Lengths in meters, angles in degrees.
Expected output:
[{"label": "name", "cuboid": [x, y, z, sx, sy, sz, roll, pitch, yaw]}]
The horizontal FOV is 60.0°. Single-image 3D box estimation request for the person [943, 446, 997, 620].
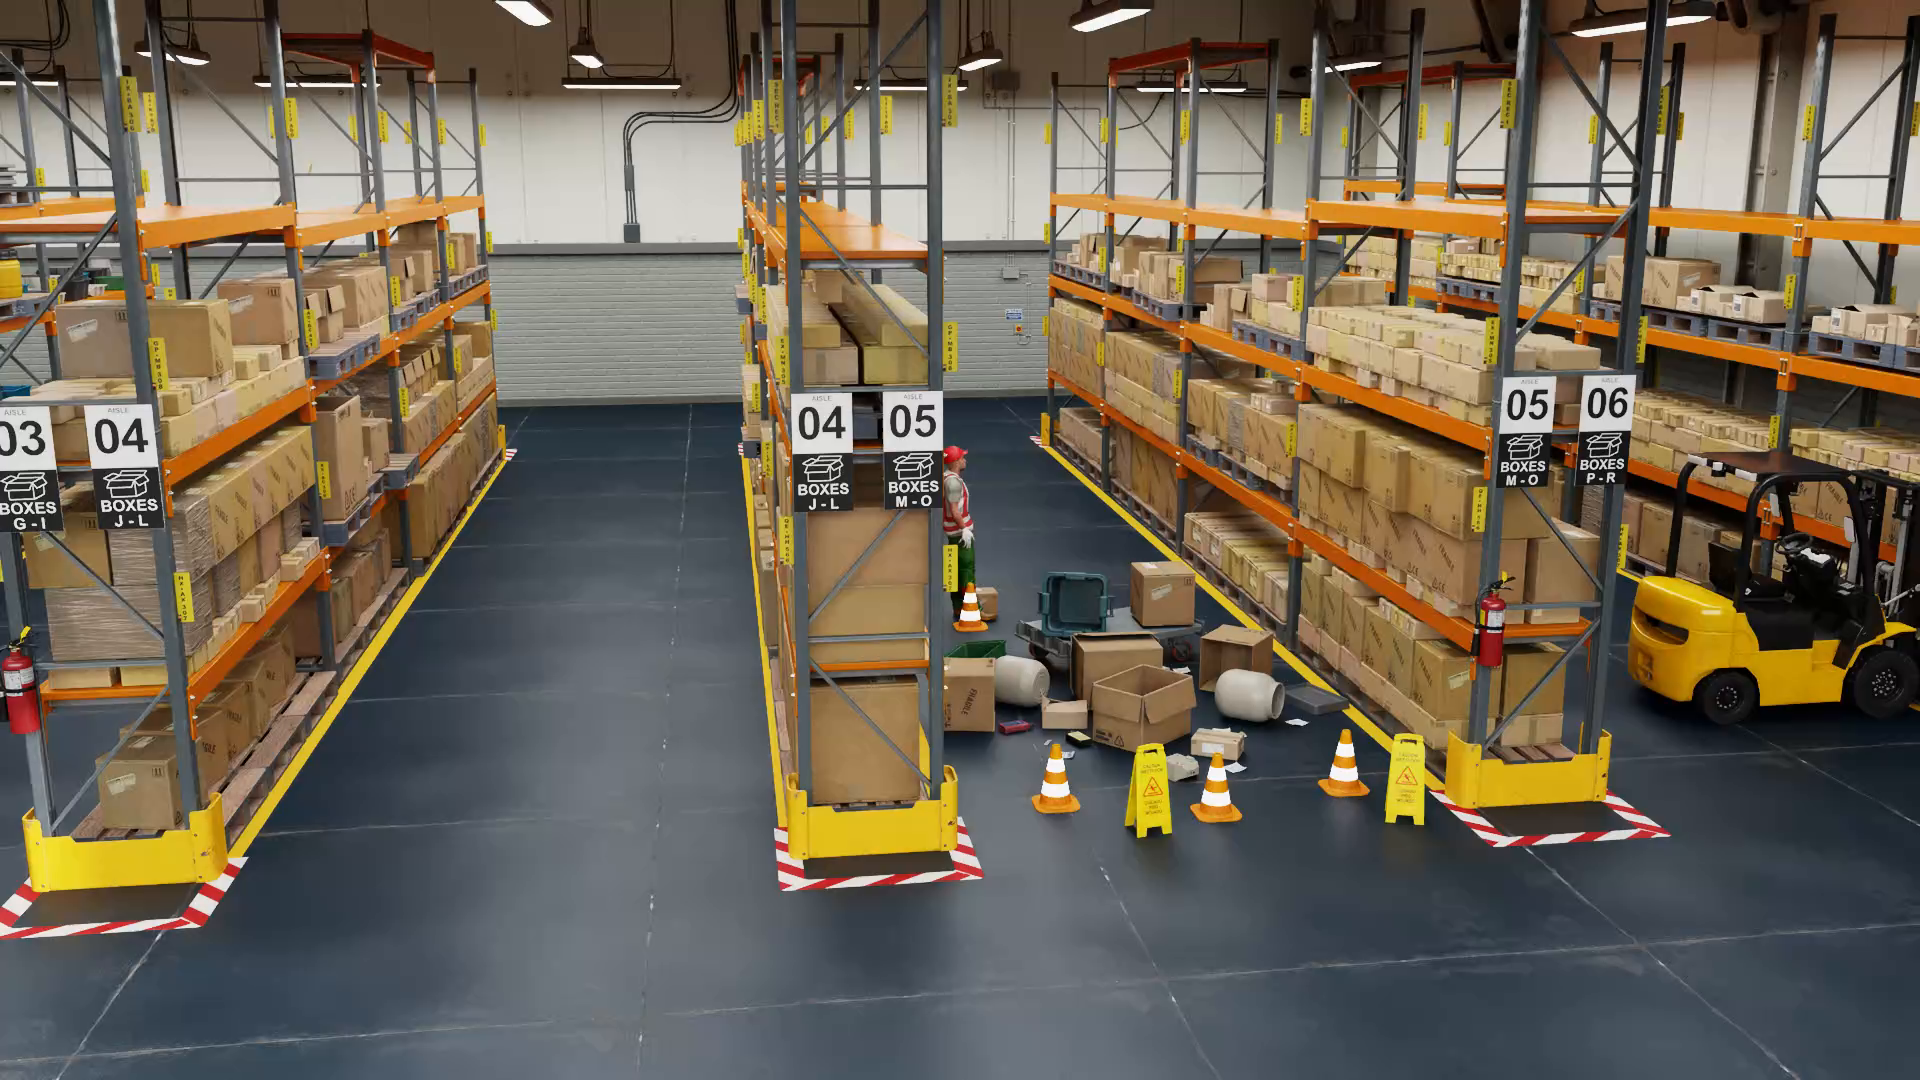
[{"label": "person", "cuboid": [0.067, -0.090, 17.275, 0.562, 1.790, 0.637, -2, 13, -8]}]
